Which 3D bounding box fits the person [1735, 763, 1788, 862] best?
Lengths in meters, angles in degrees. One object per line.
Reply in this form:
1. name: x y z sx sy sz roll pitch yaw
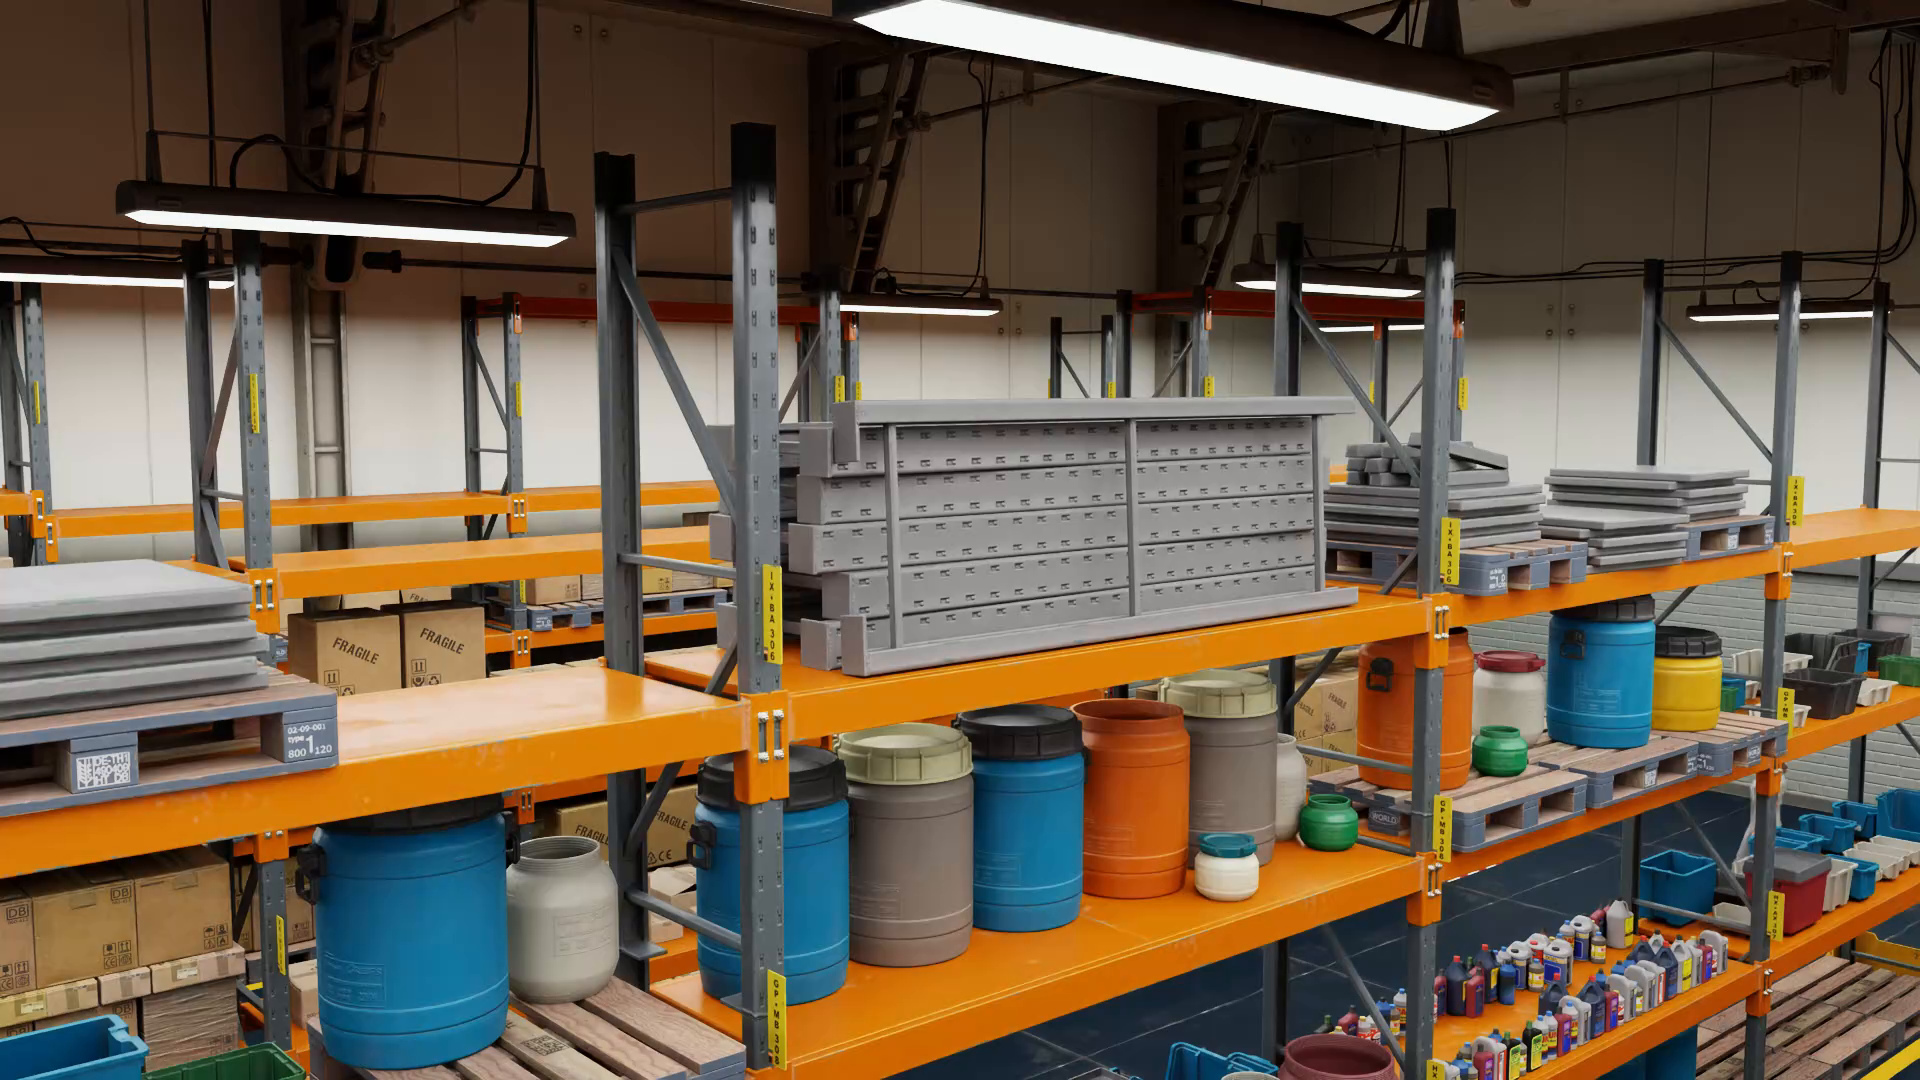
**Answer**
1. person: 7.903 2.807 16.257 0.916 1.645 0.460 1 6 15
